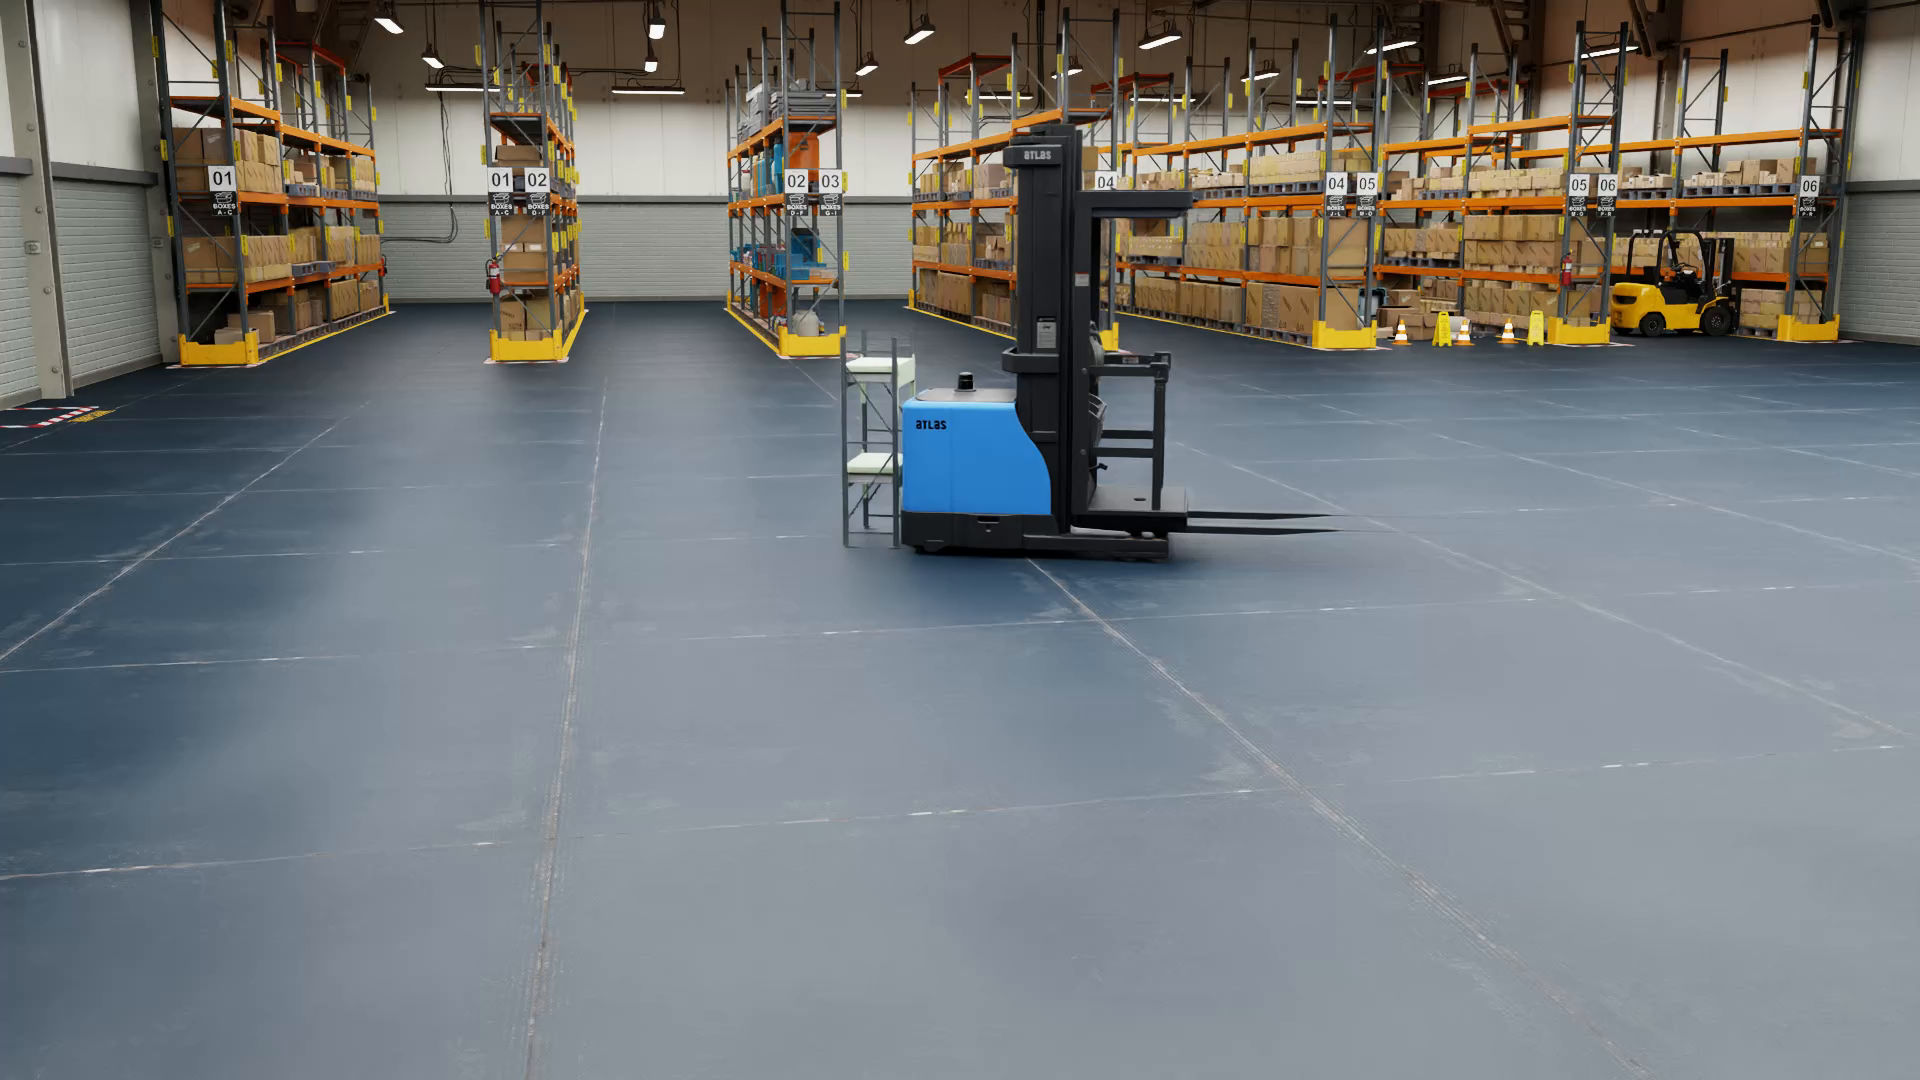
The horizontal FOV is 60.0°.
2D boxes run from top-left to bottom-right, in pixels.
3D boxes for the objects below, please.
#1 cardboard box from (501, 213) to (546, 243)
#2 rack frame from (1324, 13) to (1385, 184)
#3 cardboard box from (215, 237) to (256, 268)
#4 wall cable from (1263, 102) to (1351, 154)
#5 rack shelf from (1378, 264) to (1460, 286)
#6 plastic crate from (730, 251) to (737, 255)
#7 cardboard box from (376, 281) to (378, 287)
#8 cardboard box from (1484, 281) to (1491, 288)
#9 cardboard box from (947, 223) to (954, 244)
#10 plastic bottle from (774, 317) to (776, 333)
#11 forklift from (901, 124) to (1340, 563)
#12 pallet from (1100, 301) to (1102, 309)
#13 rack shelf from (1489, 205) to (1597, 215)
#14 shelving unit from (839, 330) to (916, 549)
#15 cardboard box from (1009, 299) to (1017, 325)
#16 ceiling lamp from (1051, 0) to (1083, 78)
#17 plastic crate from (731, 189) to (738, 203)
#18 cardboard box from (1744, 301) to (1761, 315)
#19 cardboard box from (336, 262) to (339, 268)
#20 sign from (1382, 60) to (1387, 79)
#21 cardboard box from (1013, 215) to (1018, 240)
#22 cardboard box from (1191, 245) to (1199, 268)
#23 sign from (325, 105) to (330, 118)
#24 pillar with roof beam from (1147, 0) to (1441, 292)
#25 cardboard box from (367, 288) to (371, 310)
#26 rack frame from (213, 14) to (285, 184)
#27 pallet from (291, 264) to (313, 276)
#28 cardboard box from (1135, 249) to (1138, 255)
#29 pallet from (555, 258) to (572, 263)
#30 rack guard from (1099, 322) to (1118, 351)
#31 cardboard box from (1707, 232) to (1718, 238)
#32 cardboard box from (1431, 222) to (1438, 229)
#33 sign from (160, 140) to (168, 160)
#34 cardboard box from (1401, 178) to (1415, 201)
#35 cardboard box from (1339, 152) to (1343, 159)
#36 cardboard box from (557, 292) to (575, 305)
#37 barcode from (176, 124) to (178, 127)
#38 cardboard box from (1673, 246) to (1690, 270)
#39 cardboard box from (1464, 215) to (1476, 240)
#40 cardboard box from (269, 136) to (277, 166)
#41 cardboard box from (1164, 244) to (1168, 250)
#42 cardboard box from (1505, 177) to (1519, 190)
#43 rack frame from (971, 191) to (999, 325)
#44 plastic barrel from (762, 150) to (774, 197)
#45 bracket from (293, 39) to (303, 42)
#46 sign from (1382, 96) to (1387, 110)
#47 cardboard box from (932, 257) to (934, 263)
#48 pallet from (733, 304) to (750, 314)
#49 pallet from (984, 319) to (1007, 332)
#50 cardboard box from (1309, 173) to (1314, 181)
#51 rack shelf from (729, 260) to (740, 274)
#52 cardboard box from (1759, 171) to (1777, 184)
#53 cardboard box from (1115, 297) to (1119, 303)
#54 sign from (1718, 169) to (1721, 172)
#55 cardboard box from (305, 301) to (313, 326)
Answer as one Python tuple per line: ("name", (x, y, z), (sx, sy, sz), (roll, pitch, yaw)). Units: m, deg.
("cardboard box", (-7.496, -5.353, 28.561), (0.700, 0.500, 0.500), (-2, 11, -11))
("rack frame", (7.196, -8.039, 30.367), (1.000, 3.000, 0.127), (-2, 11, -11))
("cardboard box", (-12.064, -4.793, 27.698), (0.500, 0.500, 0.500), (-2, 11, -11))
("wall cable", (11.015, -12.345, 52.888), (2.988, 3.039, 0.133), (-2, 11, -11))
("rack shelf", (10.864, -6.038, 37.820), (1.077, 0.370, 4.000), (-2, 11, -11))
("plastic crate", (-5.806, -7.454, 43.624), (0.416, 0.233, 0.300), (-2, 11, -11))
("cardboard box", (-14.939, -6.480, 42.045), (0.380, 0.149, 0.250), (-2, 11, -12))
("cardboard box", (11.171, -5.330, 34.665), (0.380, 0.149, 0.250), (-2, 11, -9))
("cardboard box", (0.109, -7.556, 40.924), (0.797, 0.503, 0.637), (-2, 11, -12))
("plastic bottle", (-3.548, -4.136, 31.992), (0.061, 0.283, 0.133), (-2, 11, -8))
("forklift", (1.145, -1.391, 11.664), (3.031, 2.935, 1.130), (2, 11, 8))
("pallet", (4.222, -6.493, 45.743), (1.003, 0.211, 1.213), (-2, 11, -11))
("rack shelf", (14.955, -8.426, 42.346), (1.077, 0.370, 4.000), (-2, 11, -11))
("shelving unit", (-0.587, -0.750, 12.124), (0.431, 1.500, 0.755), (1, 11, 8))
("cardboard box", (1.434, -4.765, 34.720), (0.700, 0.500, 0.500), (-3, 11, -15))
("ceiling lamp", (2.842, -12.893, 40.256), (0.800, 3.185, 2.000), (-2, 11, -11))
("plastic crate", (-5.632, -8.838, 42.749), (0.504, 0.338, 0.767), (-2, 11, -11))
("cardboard box", (16.411, -4.743, 33.988), (0.500, 0.250, 0.500), (-2, 11, -12))
("cardboard box", (-13.967, -6.093, 36.806), (0.380, 0.149, 0.250), (-2, 11, -11))
("sign", (7.741, -8.595, 30.365), (0.100, 0.325, 0.005), (-2, 11, -11))
("cardboard box", (1.371, -6.259, 33.319), (0.500, 0.500, 0.500), (-2, 11, -11))
("cardboard box", (5.564, -6.423, 37.654), (0.500, 0.500, 0.500), (-2, 11, -12))
("sign", (-15.923, -10.789, 41.893), (0.100, 0.325, 0.005), (-2, 11, -11))
("pillar with roof beam", (9.925, -11.724, 49.727), (9.100, 9.000, 0.548), (-2, 11, -11))
("cardboard box", (-14.836, -5.896, 40.716), (0.700, 0.500, 0.500), (-2, 11, -10))
("rack frame", (-13.044, -8.071, 30.532), (1.000, 3.000, 0.127), (-2, 11, -11))
("pallet", (-13.049, -5.175, 31.875), (1.003, 0.211, 1.213), (-2, 11, -11))
("cardboard box", (4.592, -7.190, 41.500), (0.380, 0.149, 0.250), (-2, 11, -11))
("pallet", (-9.346, -6.300, 37.788), (1.003, 0.211, 1.213), (-2, 11, -11))
("rack guard", (2.296, -3.716, 30.384), (1.175, 0.500, 0.348), (-2, 11, -11))
("cardboard box", (16.117, -6.461, 35.324), (0.380, 0.149, 0.250), (-2, 11, -12))
("cardboard box", (10.719, -6.996, 37.011), (0.380, 0.149, 0.250), (-3, 11, -13))
("sign", (-12.814, -6.282, 26.788), (0.100, 0.325, 0.005), (-2, 11, -11))
("cardboard box", (10.650, -8.106, 38.475), (0.700, 0.500, 0.500), (-2, 11, -11))
("cardboard box", (7.345, -7.255, 31.418), (0.380, 0.149, 0.250), (-2, 11, -12))
("cardboard box", (-9.078, -5.404, 38.072), (0.500, 0.500, 0.500), (-3, 11, -13))
("barcode", (-12.894, -6.810, 27.387), (0.001, 0.075, 0.075), (-2, 11, -11))
("cardboard box", (15.952, -6.164, 36.290), (0.500, 0.500, 0.500), (-2, 11, -13))
("cardboard box", (11.126, -6.622, 35.229), (0.700, 0.500, 0.500), (-2, 11, -12))
("cardboard box", (-12.563, -6.964, 29.747), (0.500, 0.500, 0.500), (-2, 11, -8))
("cardboard box", (5.043, -6.911, 39.239), (0.380, 0.149, 0.250), (-2, 11, -9))
("cardboard box", (11.365, -7.201, 33.588), (0.500, 0.250, 0.500), (-2, 11, -10))
("rack frame", (0.755, -6.398, 37.786), (1.000, 3.000, 0.127), (-2, 11, -11))
("plastic barrel", (-3.637, -7.289, 33.107), (0.600, 0.901, 0.708), (-2, 11, -11))
("bracket", (-15.155, -11.340, 38.081), (0.235, 0.232, 0.430), (-2, 11, -11))
("sign", (9.932, -10.221, 38.907), (0.100, 0.325, 0.005), (-2, 11, -11))
("cardboard box", (-0.504, -7.146, 42.391), (0.380, 0.149, 0.250), (-2, 11, -12))
("pallet", (-5.303, -5.939, 42.834), (1.003, 0.211, 1.213), (-2, 11, -11))
("pallet", (1.139, -4.661, 36.120), (1.003, 0.211, 1.213), (-2, 11, -11))
("cardboard box", (6.750, -6.793, 31.121), (0.380, 0.149, 0.250), (-2, 11, -11))
("rack shelf", (-5.271, -6.964, 42.689), (1.077, 0.370, 4.000), (-2, 11, -11))
("cardboard box", (16.391, -7.322, 33.591), (0.396, 0.266, 0.258), (-2, 11, -11))
("cardboard box", (4.250, -6.348, 44.028), (0.380, 0.149, 0.250), (-2, 11, -11))
("sign", (16.666, -7.992, 36.548), (0.100, 0.325, 0.005), (-2, 11, -11))
("cardboard box", (-13.644, -4.616, 33.937), (0.700, 0.500, 0.500), (-2, 11, -11))
